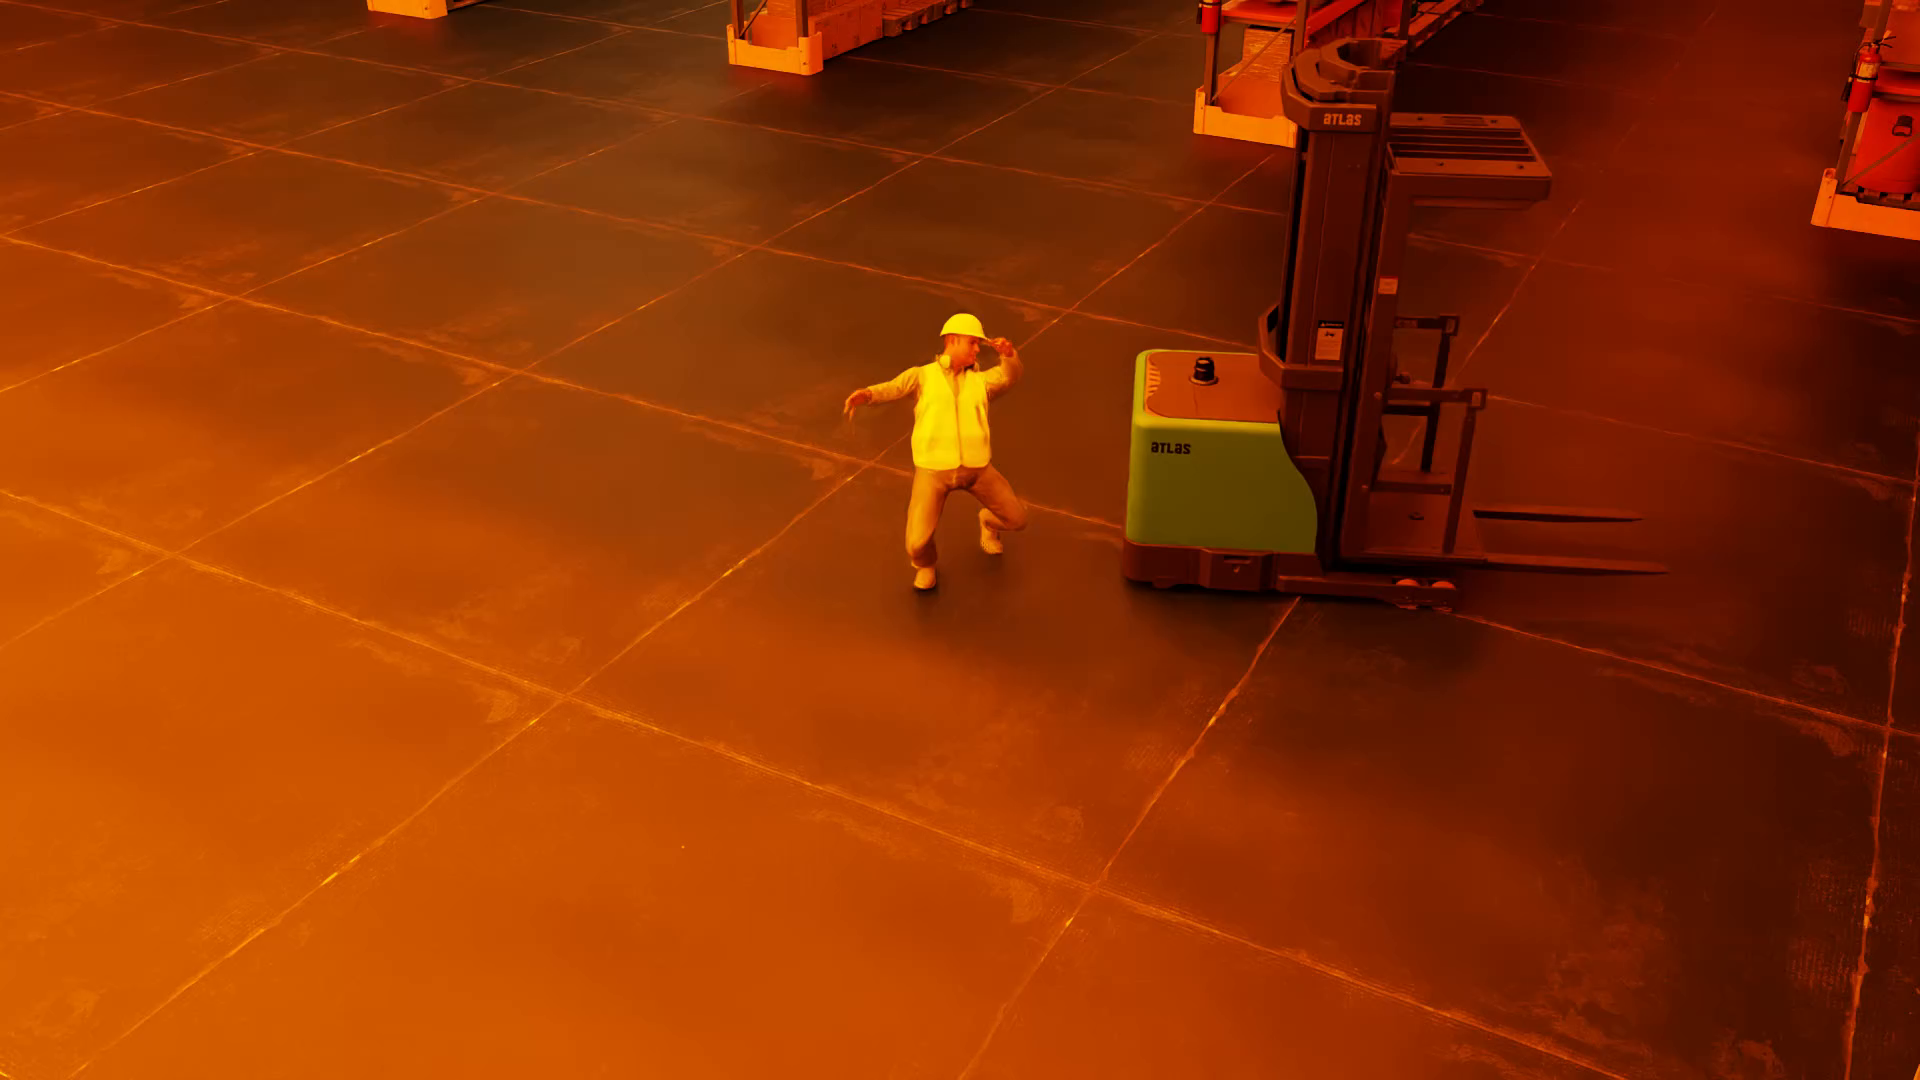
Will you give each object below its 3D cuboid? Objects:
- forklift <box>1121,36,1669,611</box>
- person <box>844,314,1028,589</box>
[{"bbox_3d":[2.481,-1.152,9.066,3.031,2.935,1.130,3,30,6],"label":"forklift"},{"bbox_3d":[-0.183,-0.470,9.233,1.047,1.559,0.706,-11,32,-18],"label":"person"}]
